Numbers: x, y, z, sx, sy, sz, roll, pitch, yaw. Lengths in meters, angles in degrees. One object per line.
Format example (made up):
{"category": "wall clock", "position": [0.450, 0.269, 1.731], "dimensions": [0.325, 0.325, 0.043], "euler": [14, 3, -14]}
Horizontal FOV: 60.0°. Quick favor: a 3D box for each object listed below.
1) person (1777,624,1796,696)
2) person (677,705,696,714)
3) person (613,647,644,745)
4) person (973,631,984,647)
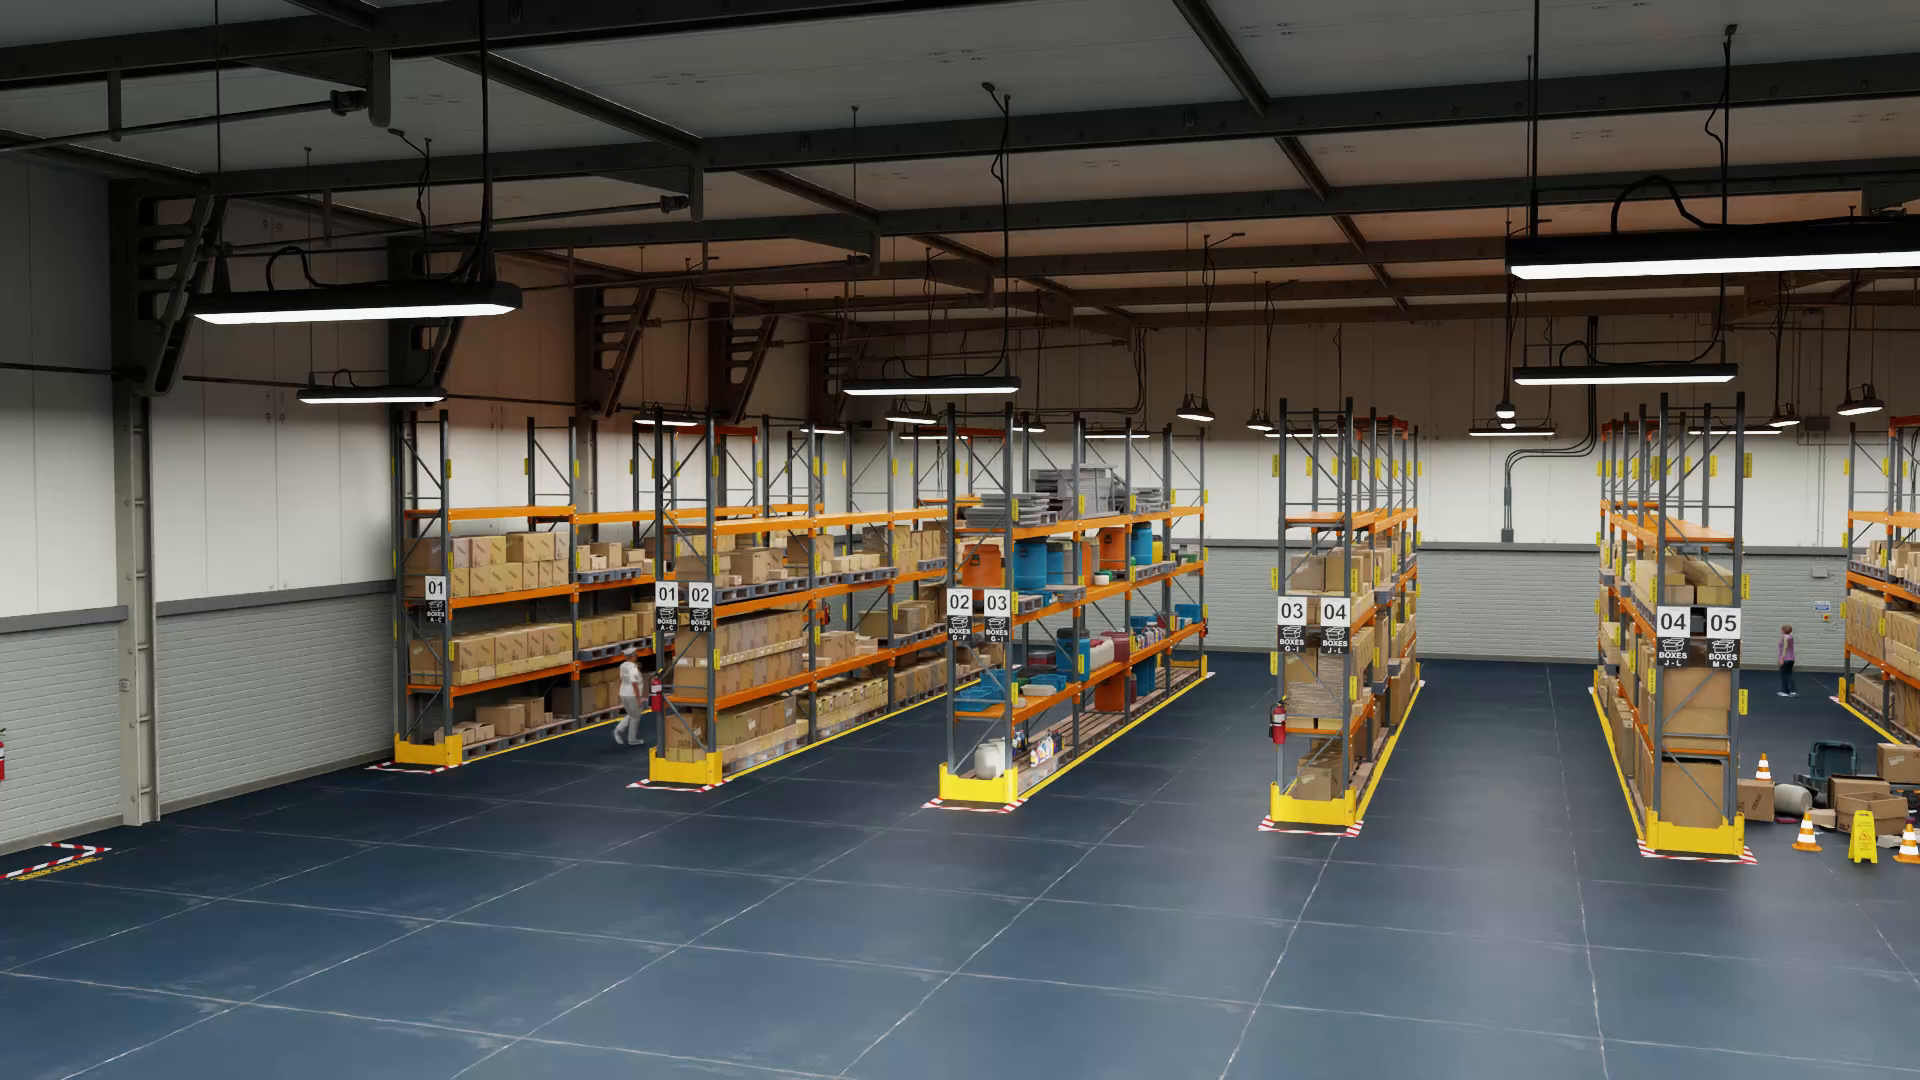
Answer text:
{"category": "person", "position": [18.154, 2.661, 36.548], "dimensions": [0.492, 1.633, 0.369], "euler": [-1, 3, -31]}
{"category": "person", "position": [-4.915, 2.850, 30.009], "dimensions": [0.413, 1.732, 0.557], "euler": [1, 3, 21]}
{"category": "person", "position": [-5.961, 2.816, 29.988], "dimensions": [0.550, 1.764, 0.549], "euler": [-2, 3, -38]}
{"category": "person", "position": [0.342, 2.257, 43.416], "dimensions": [0.522, 1.742, 0.590], "euler": [1, 3, 27]}
